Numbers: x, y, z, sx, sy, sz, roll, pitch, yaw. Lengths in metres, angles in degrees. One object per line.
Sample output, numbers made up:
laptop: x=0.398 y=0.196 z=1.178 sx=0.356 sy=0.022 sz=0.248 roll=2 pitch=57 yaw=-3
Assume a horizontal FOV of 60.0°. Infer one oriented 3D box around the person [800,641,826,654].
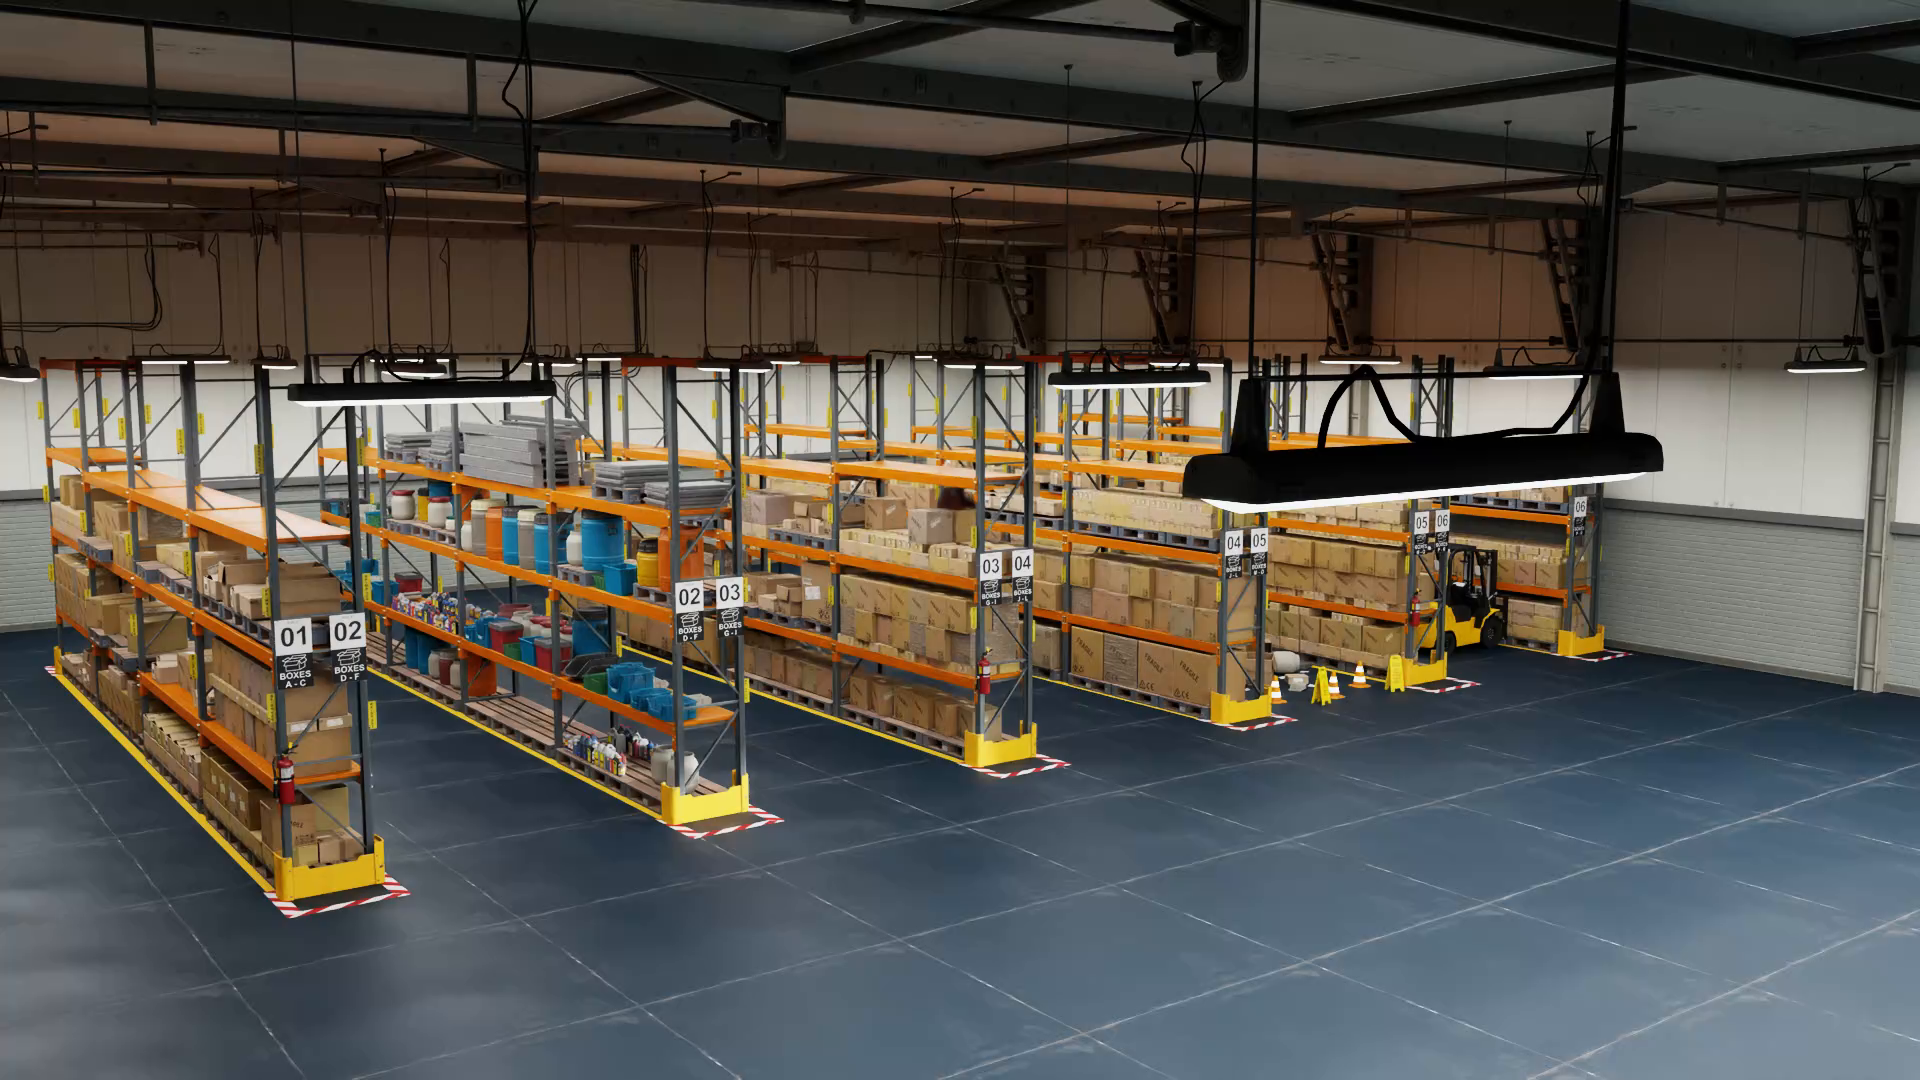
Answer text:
person: x=-2.977 y=1.458 z=33.576 sx=0.607 sy=1.723 sz=1.080 roll=-6 pitch=9 yaw=-41
